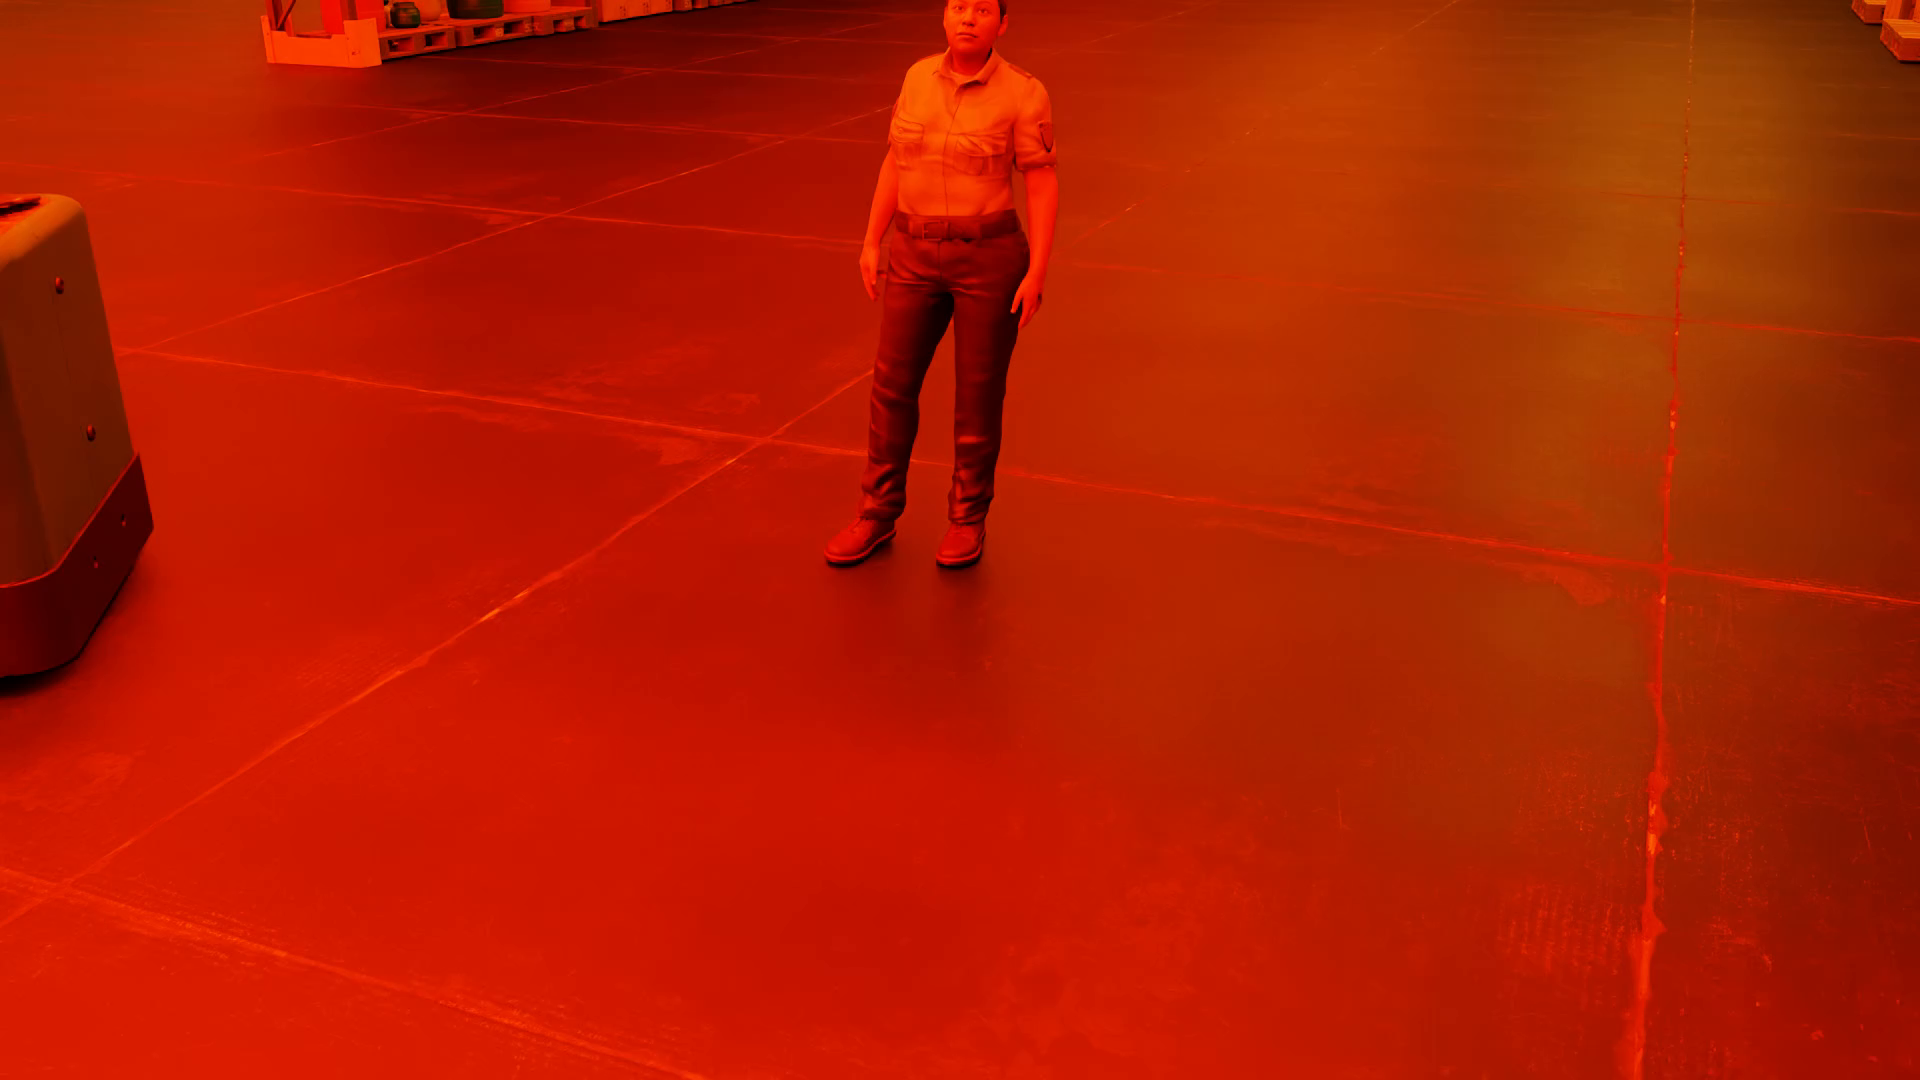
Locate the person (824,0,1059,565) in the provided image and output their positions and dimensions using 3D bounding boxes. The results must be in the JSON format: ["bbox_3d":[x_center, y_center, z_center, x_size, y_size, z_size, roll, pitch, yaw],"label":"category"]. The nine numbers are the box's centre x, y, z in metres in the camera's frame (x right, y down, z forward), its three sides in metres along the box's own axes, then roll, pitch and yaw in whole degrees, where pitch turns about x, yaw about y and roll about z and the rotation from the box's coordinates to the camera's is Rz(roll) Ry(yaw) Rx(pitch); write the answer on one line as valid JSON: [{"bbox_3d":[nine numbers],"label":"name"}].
[{"bbox_3d":[-0.055,-0.738,4.704,0.599,1.650,0.503,9,24,21],"label":"person"}]

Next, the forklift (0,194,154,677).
[{"bbox_3d":[-3.806,-1.034,3.767,3.031,2.935,1.130,-5,23,-11],"label":"forklift"}]
